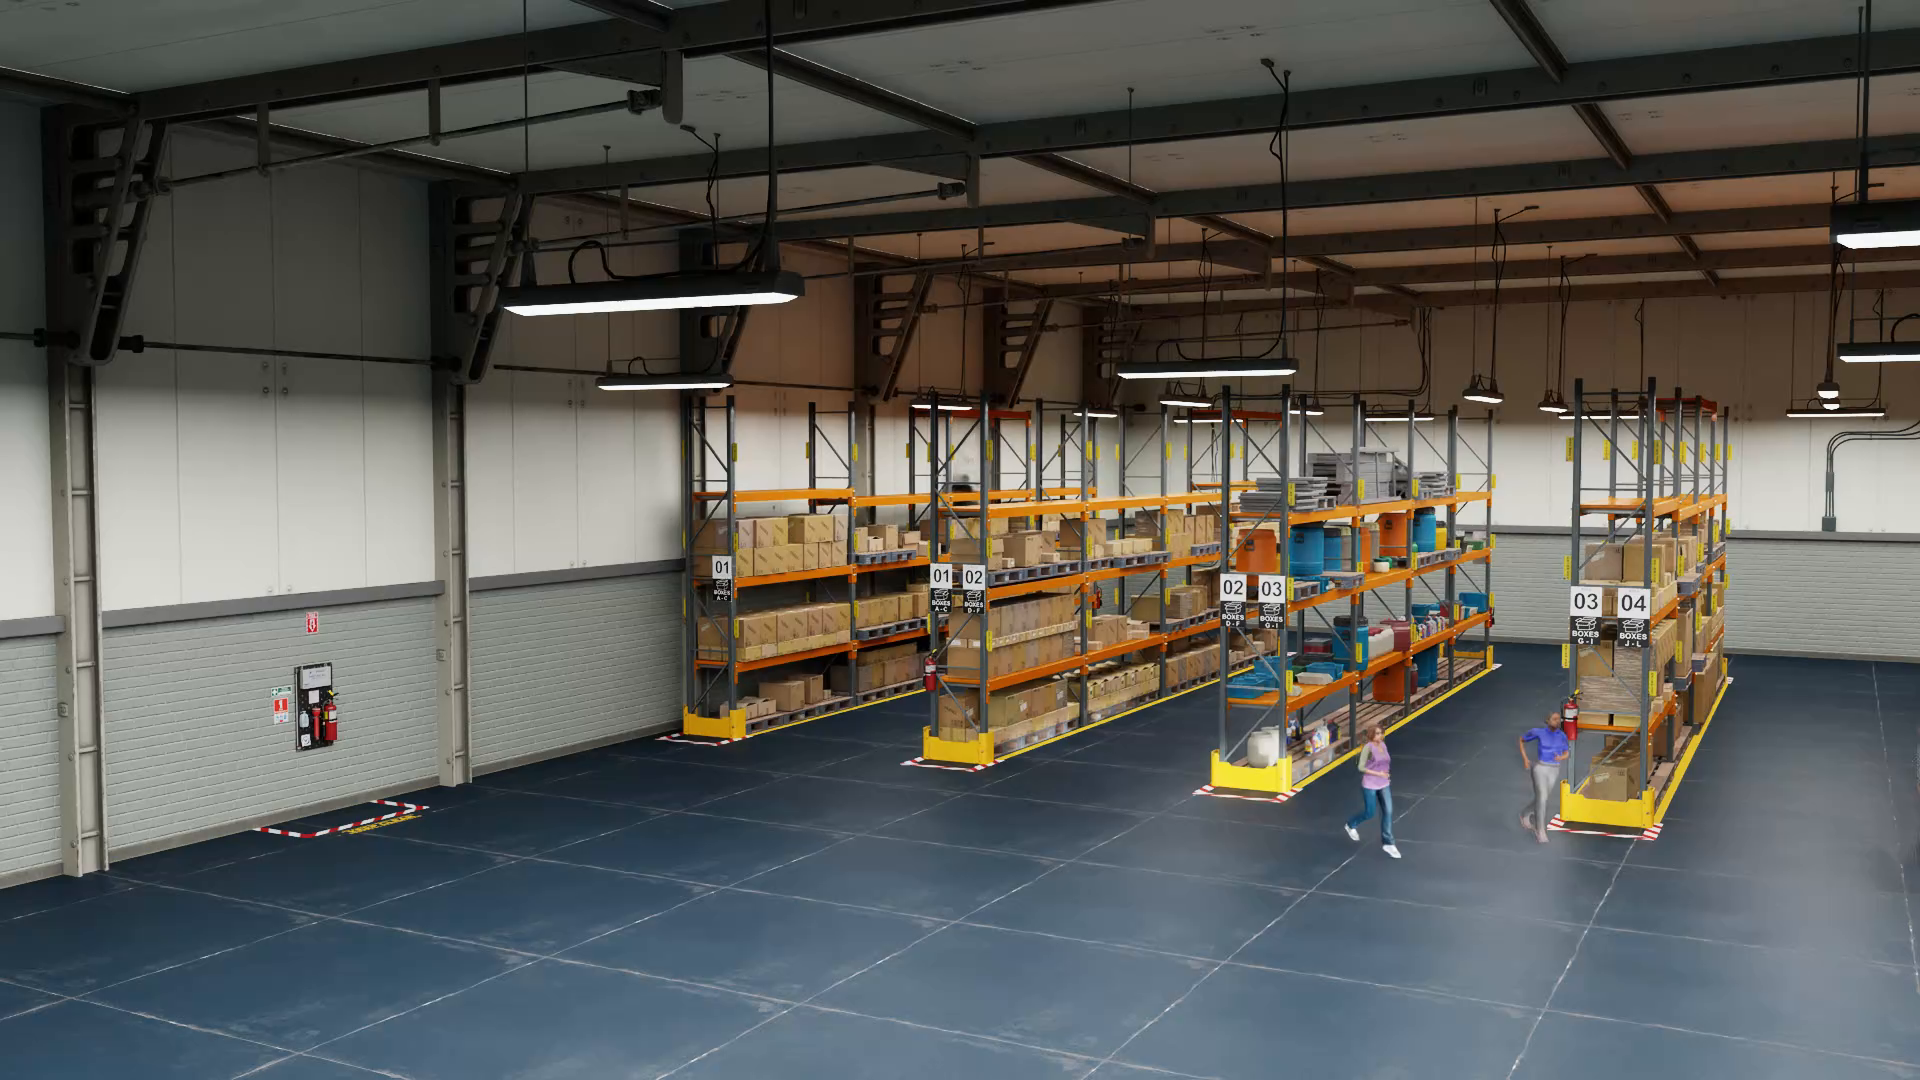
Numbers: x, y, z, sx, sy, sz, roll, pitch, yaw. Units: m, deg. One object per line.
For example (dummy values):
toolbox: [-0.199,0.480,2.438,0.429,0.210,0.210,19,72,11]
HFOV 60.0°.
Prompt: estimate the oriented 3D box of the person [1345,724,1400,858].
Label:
person: [5.182,3.103,20.823,0.551,1.605,0.876,-2,3,-30]

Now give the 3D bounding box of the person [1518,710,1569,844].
person: [7.641,3.054,21.695,0.599,1.679,0.875,-1,3,-12]
